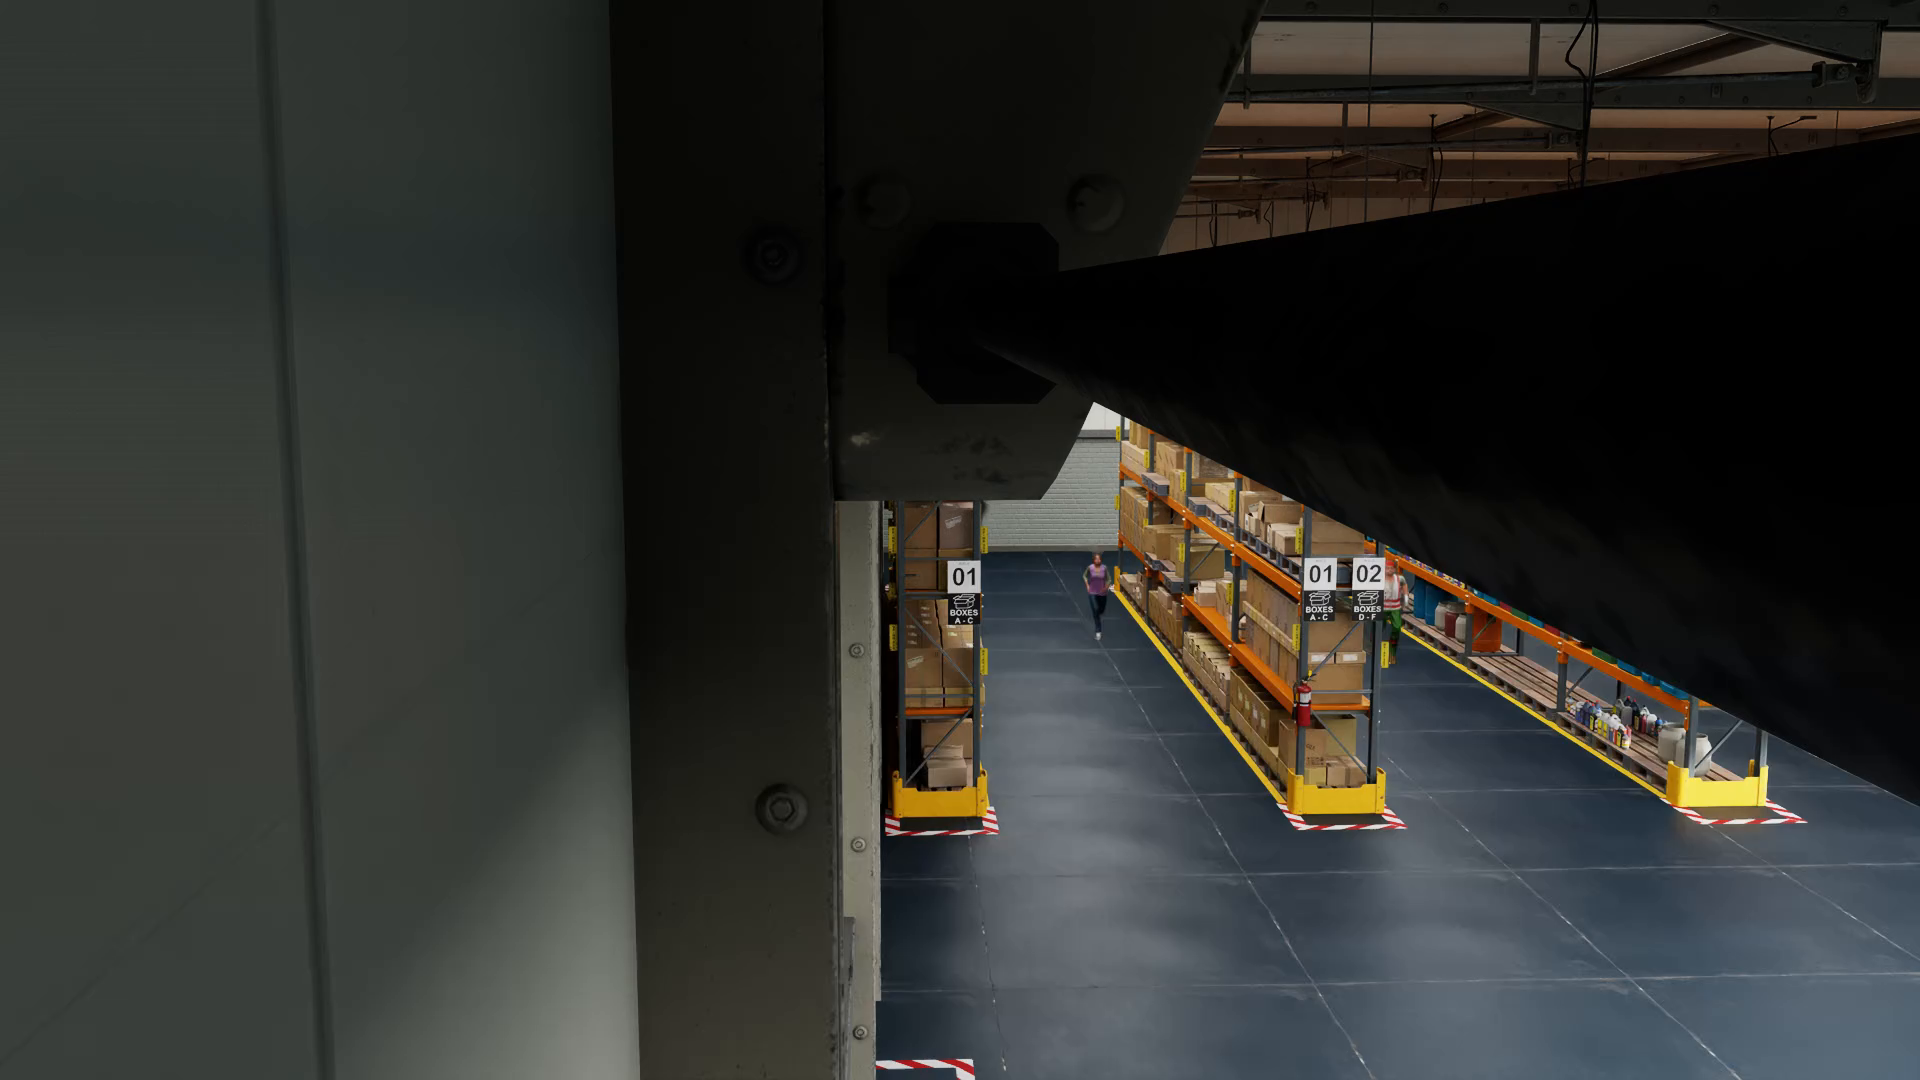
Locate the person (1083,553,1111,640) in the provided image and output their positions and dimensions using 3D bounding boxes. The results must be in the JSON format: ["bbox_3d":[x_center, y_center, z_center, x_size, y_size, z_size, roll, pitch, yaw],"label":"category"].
[{"bbox_3d":[2.611,1.033,31.575,0.511,1.585,0.995,-1,8,-6],"label":"person"}]

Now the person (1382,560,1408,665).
[{"bbox_3d":[7.544,1.248,29.253,0.676,1.837,0.919,1,8,4],"label":"person"}]
